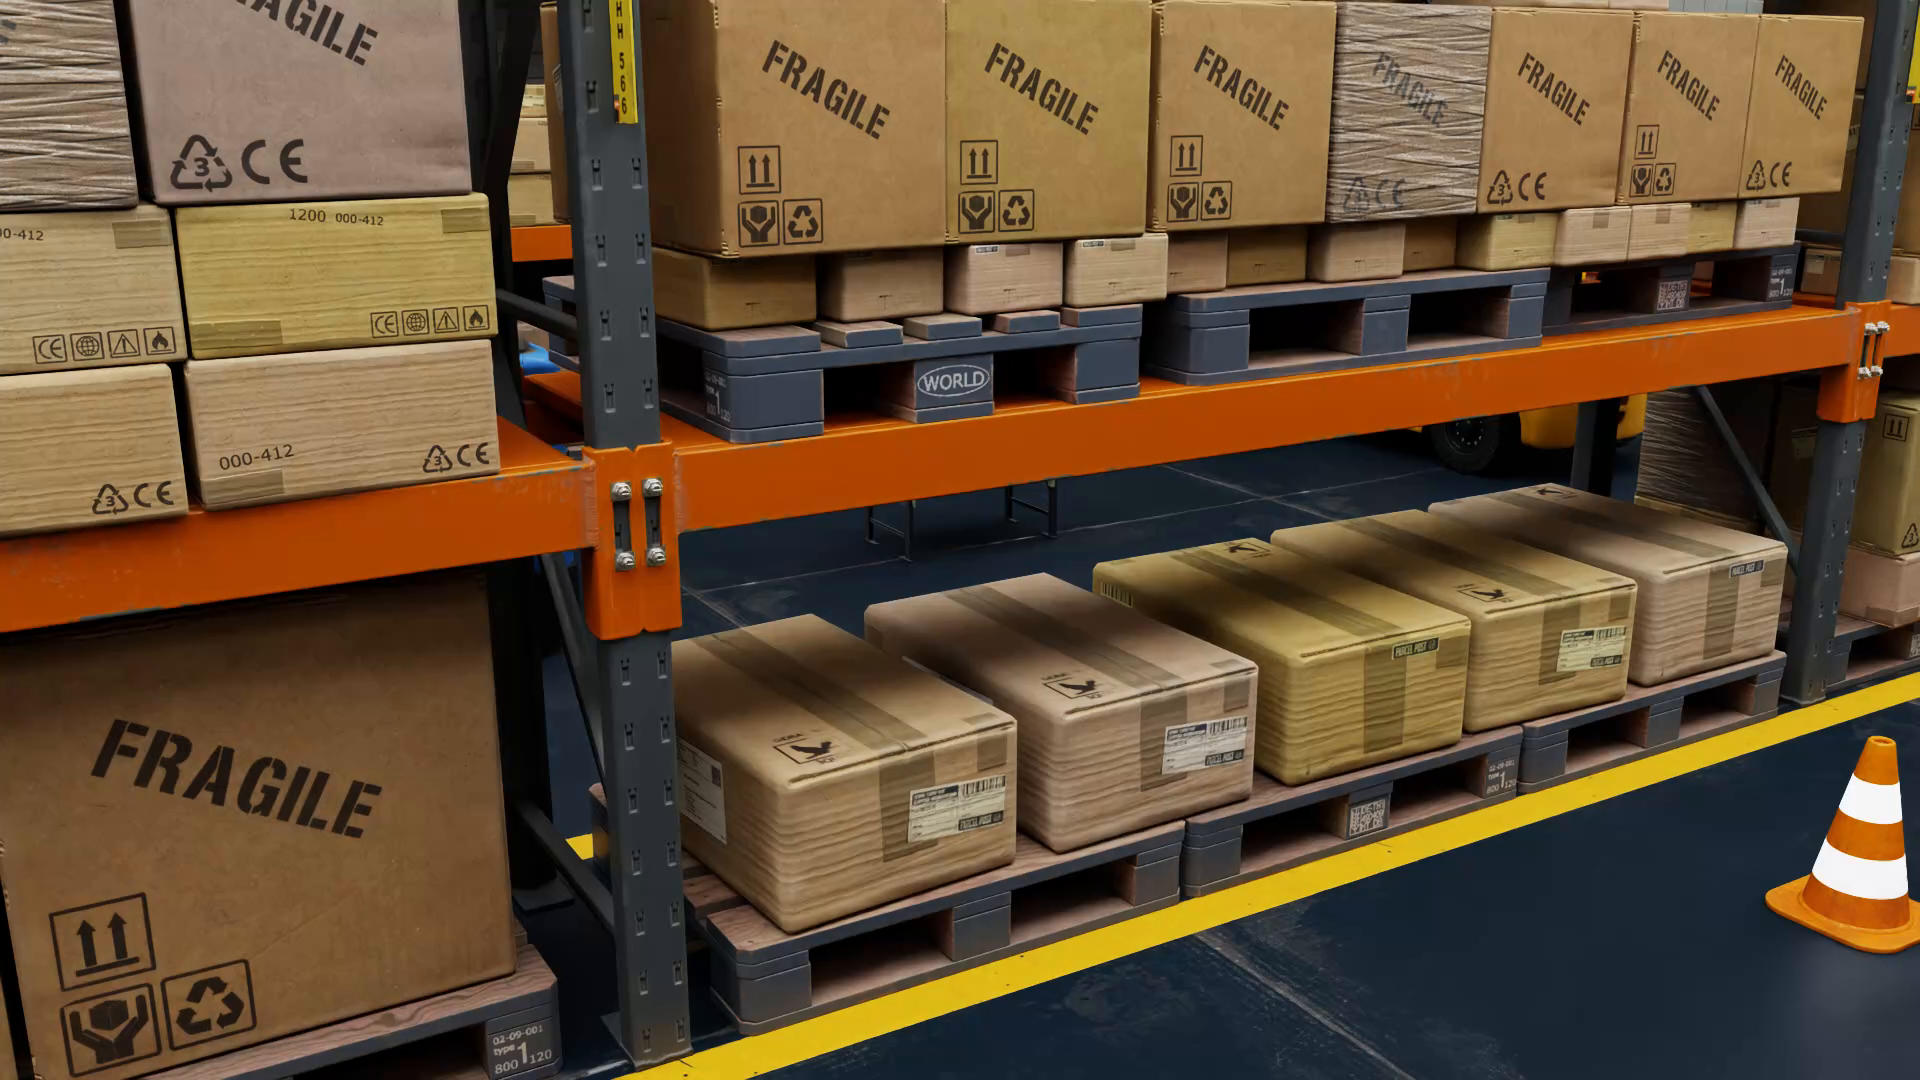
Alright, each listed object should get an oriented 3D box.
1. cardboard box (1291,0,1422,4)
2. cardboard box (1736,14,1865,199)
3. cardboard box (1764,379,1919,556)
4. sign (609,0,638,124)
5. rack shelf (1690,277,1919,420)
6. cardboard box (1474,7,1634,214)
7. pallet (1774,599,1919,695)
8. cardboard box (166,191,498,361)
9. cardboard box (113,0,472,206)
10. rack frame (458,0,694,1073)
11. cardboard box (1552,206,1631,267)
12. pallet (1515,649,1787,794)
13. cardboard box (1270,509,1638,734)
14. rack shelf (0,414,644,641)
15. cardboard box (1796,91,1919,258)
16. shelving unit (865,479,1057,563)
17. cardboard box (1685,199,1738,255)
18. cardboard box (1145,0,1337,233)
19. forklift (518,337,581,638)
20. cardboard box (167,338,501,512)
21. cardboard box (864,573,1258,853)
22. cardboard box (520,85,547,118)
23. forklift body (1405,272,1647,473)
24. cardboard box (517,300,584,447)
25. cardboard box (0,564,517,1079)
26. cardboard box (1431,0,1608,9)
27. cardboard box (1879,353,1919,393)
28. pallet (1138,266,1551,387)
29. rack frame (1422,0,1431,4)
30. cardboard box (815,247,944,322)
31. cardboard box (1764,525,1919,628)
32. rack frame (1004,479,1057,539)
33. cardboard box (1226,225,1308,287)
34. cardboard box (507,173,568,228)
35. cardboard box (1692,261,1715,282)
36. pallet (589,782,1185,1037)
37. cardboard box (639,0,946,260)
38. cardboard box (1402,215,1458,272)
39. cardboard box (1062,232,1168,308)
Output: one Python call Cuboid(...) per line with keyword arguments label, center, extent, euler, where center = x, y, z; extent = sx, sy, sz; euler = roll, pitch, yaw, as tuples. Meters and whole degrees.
Cuboid(label="cardboard box", center=(1.090, -1.564, 4.716), extent=(0.250, 0.149, 0.380), euler=(-8, 18, -27))
Cuboid(label="cardboard box", center=(2.275, -1.293, 4.950), extent=(0.500, 0.500, 0.500), euler=(-10, 18, -31))
Cuboid(label="cardboard box", center=(3.198, -0.276, 5.762), extent=(0.500, 0.500, 0.500), euler=(-8, 18, -27))
Cuboid(label="sign", center=(-0.587, -0.890, 2.883), extent=(0.005, 0.325, 0.100), euler=(-9, 18, -30))
Cuboid(label="rack shelf", center=(4.267, -0.948, 6.568), extent=(4.000, 0.370, 1.077), euler=(-9, 18, -30))
Cuboid(label="cardboard box", center=(1.405, -1.153, 4.453), extent=(0.500, 0.500, 0.500), euler=(-9, 18, -28))
Cuboid(label="pallet", center=(3.111, 0.224, 6.218), extent=(1.213, 0.211, 1.003), euler=(-9, 18, -30))
Cuboid(label="cardboard box", center=(-1.160, -0.503, 2.999), extent=(0.500, 0.250, 0.500), euler=(-9, 18, -30))
Cuboid(label="cardboard box", center=(-1.184, -0.858, 2.875), extent=(0.500, 0.500, 0.500), euler=(-10, 18, -31))
Cuboid(label="rack frame", center=(-0.876, -0.461, 3.496), extent=(0.127, 3.000, 1.000), euler=(-9, 18, -30))
Cuboid(label="cardboard box", center=(1.600, -0.850, 4.571), extent=(0.250, 0.149, 0.380), euler=(-9, 18, -29))
Cuboid(label="pallet", center=(1.886, 0.435, 5.468), extent=(1.213, 0.211, 1.003), euler=(-9, 18, -30))
Cuboid(label="cardboard box", center=(1.490, 0.221, 5.156), extent=(0.625, 0.372, 0.950), euler=(-8, 18, -26))
Cuboid(label="rack shelf", center=(-2.590, 0.164, 2.601), extent=(4.000, 0.370, 1.077), euler=(-9, 18, -30))
Cuboid(label="cardboard box", center=(3.074, -1.205, 5.414), extent=(0.500, 0.500, 0.500), euler=(-9, 18, -30))
Cuboid(label="shelving unit", center=(0.006, -0.723, 7.211), extent=(0.755, 1.500, 0.431), euler=(-9, 18, -30))
Cuboid(label="cardboard box", center=(2.019, -0.930, 4.857), extent=(0.250, 0.149, 0.380), euler=(-10, 18, -31))
Cuboid(label="cardboard box", center=(0.524, -1.013, 3.951), extent=(0.500, 0.500, 0.500), euler=(-9, 18, -29))
Cuboid(label="forklift", center=(-2.904, -0.931, 5.301), extent=(3.031, 2.935, 1.130), euler=(-9, 18, -30))
Cuboid(label="cardboard box", center=(-1.175, -0.258, 3.051), extent=(0.500, 0.250, 0.500), euler=(-10, 18, -32))
Cuboid(label="cardboard box", center=(0.242, 0.422, 4.438), extent=(0.625, 0.372, 0.950), euler=(-10, 18, -31))
Cuboid(label="cardboard box", center=(-2.158, -2.105, 7.976), extent=(0.250, 0.149, 0.380), euler=(-9, 18, -29))
Cuboid(label="forklift body", center=(2.736, -1.626, 9.226), extent=(1.214, 2.155, 2.313), euler=(-9, 18, -30))
Cuboid(label="cardboard box", center=(-2.337, -0.844, 8.483), extent=(0.625, 0.625, 0.875), euler=(-9, 18, -28))
Cuboid(label="cardboard box", center=(-1.511, 0.437, 3.452), extent=(0.875, 0.875, 0.875), euler=(-9, 18, -30))
Cuboid(label="cardboard box", center=(1.467, -1.464, 4.358), extent=(0.250, 0.149, 0.380), euler=(-10, 19, -32))
Cuboid(label="cardboard box", center=(3.336, -0.591, 5.687), extent=(0.250, 0.149, 0.380), euler=(-9, 18, -29))
Cuboid(label="pallet", center=(0.800, -0.653, 4.537), extent=(1.213, 0.211, 1.003), euler=(-9, 18, -30))
Cuboid(label="rack frame", center=(3.422, -2.721, 11.558), extent=(0.127, 3.000, 1.000), euler=(-9, 18, -30))
Cuboid(label="cardboard box", center=(-0.242, -0.576, 3.593), extent=(0.250, 0.149, 0.380), euler=(-11, 19, -33))
Cuboid(label="cardboard box", center=(3.198, 0.086, 5.863), extent=(0.500, 0.250, 0.500), euler=(-10, 19, -32))
Cuboid(label="rack frame", center=(0.319, -0.774, 7.392), extent=(0.023, 1.500, 0.400), euler=(-9, 18, -30))
Cuboid(label="cardboard box", center=(0.651, -0.736, 4.166), extent=(0.250, 0.149, 0.380), euler=(-8, 18, -28))
Cuboid(label="cardboard box", center=(-2.057, -1.683, 8.136), extent=(0.500, 0.250, 0.500), euler=(-10, 18, -31))
Cuboid(label="cardboard box", center=(2.672, -1.011, 5.924), extent=(0.250, 0.149, 0.380), euler=(-9, 18, -30))
Cuboid(label="pallet", center=(-0.205, 0.774, 4.258), extent=(1.213, 0.211, 1.003), euler=(-9, 18, -30))
Cuboid(label="cardboard box", center=(-0.371, -0.863, 3.418), extent=(0.500, 0.500, 0.500), euler=(-10, 18, -31))
Cuboid(label="cardboard box", center=(1.094, -0.811, 4.434), extent=(0.250, 0.149, 0.380), euler=(-10, 18, -32))
Cuboid(label="cardboard box", center=(0.263, -0.636, 3.810), extent=(0.250, 0.149, 0.380), euler=(-9, 18, -29))
